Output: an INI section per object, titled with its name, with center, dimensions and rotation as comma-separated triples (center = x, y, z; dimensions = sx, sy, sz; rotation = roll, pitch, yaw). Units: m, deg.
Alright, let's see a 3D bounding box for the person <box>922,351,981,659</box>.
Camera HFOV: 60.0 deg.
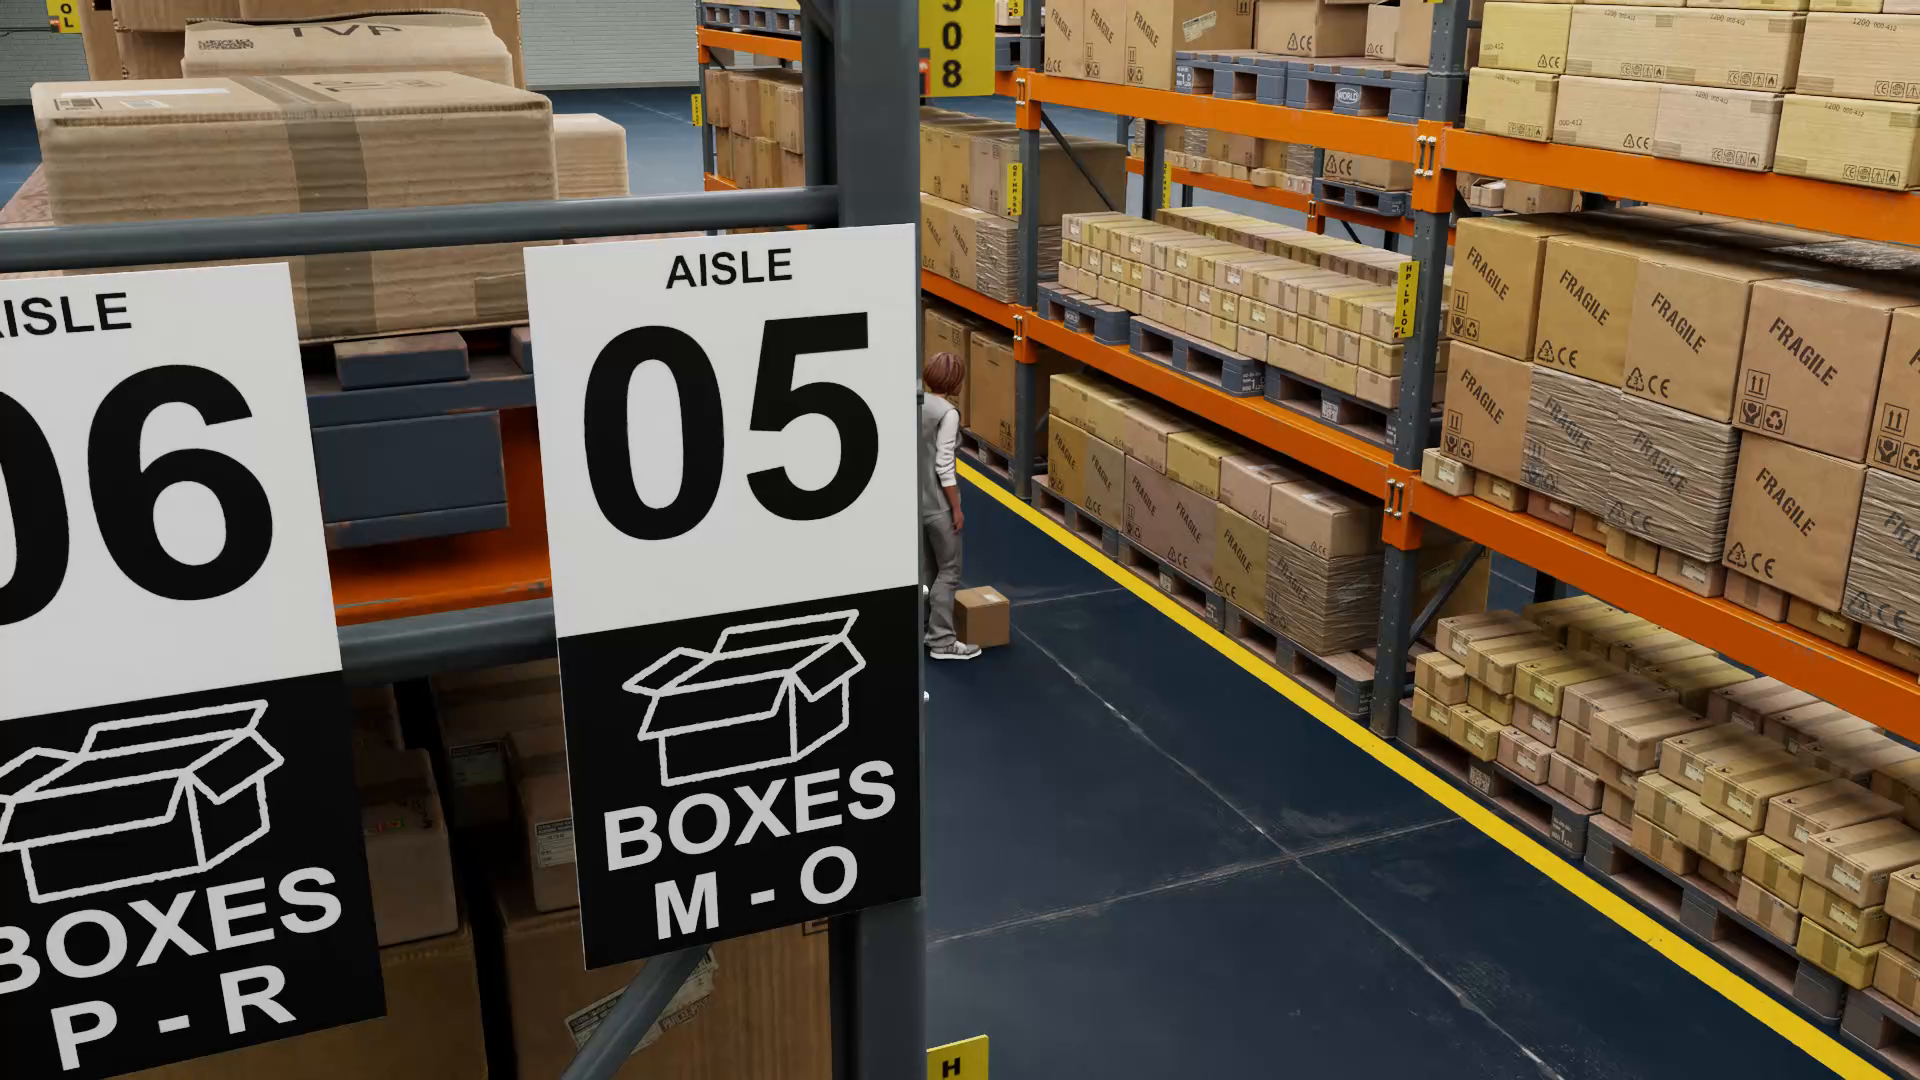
[person]
center = -0.121, -0.180, 8.603
dimensions = 0.347, 1.592, 0.473
rotation = -9, 21, -25
